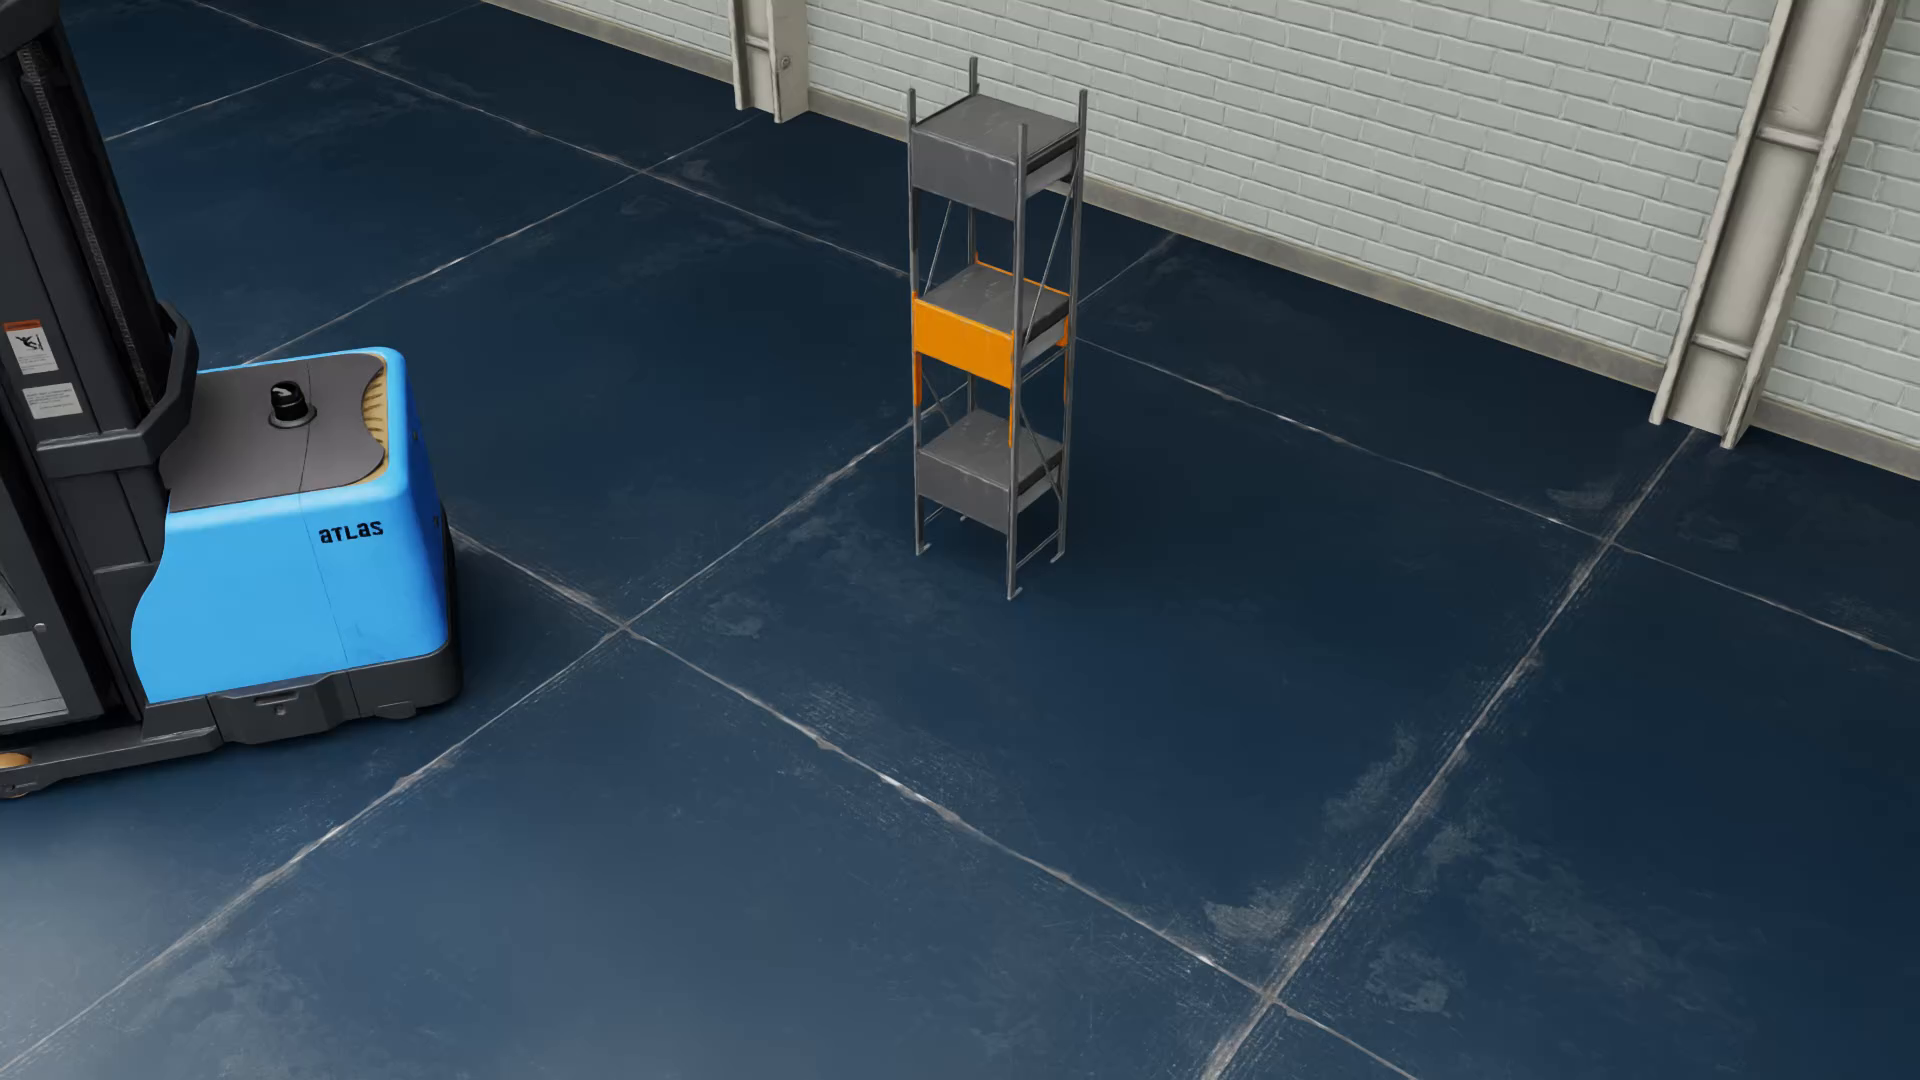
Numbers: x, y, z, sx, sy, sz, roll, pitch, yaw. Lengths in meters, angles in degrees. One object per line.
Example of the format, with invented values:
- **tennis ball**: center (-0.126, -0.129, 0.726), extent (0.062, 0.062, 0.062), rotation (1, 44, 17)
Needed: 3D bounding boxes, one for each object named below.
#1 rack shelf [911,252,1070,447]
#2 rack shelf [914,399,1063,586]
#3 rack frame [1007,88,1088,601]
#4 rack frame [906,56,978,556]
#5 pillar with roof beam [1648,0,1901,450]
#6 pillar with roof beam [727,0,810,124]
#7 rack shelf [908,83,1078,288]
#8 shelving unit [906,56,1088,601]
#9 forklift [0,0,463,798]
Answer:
- **rack shelf**: center (0.131, -0.754, 6.532), extent (0.480, 0.518, 0.431), rotation (25, 45, 29)
- **rack shelf**: center (0.131, -0.203, 6.963), extent (0.480, 0.518, 0.431), rotation (25, 45, 29)
- **rack frame**: center (0.325, -0.673, 6.407), extent (0.015, 2.100, 0.400), rotation (25, 45, 29)
- **rack frame**: center (-0.062, -0.856, 6.640), extent (0.015, 2.100, 0.400), rotation (25, 45, 29)
- **pillar with roof beam**: center (0.935, -2.005, 2.512), extent (0.400, 9.000, 9.100), rotation (25, 45, 29)
- **pillar with roof beam**: center (-3.831, -4.252, 5.382), extent (0.400, 9.000, 9.100), rotation (25, 45, 29)
- **rack shelf**: center (0.131, -1.305, 6.100), extent (0.480, 0.518, 0.431), rotation (25, 45, 29)
- **shelving unit**: center (0.131, -0.765, 6.524), extent (0.503, 2.100, 0.431), rotation (25, 45, 29)
- **forklift**: center (-3.494, -0.547, 5.571), extent (3.031, 2.935, 1.130), rotation (-10, 39, -12)
